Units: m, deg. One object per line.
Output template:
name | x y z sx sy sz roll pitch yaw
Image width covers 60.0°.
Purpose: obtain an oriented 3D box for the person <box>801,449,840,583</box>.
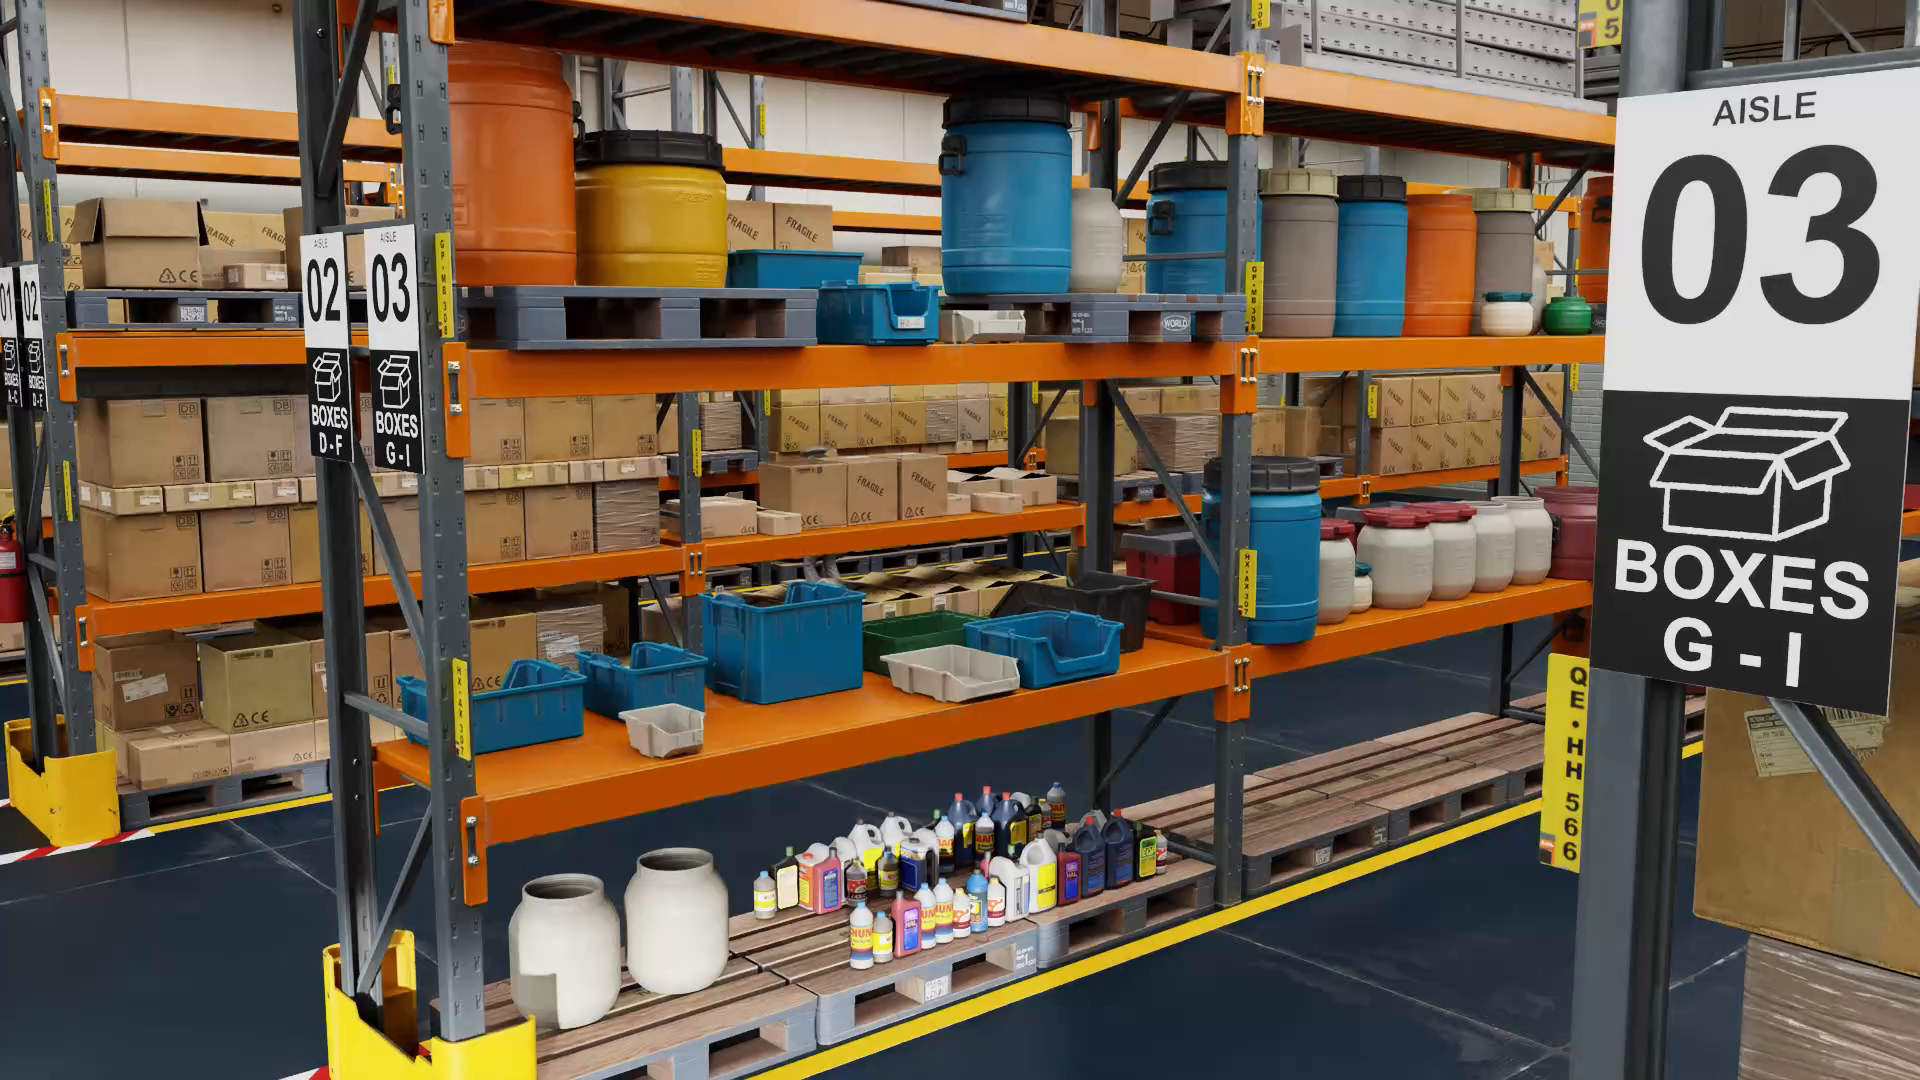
person | -1.397 -0.088 16.567 0.488 1.648 0.396 -6 10 -39
